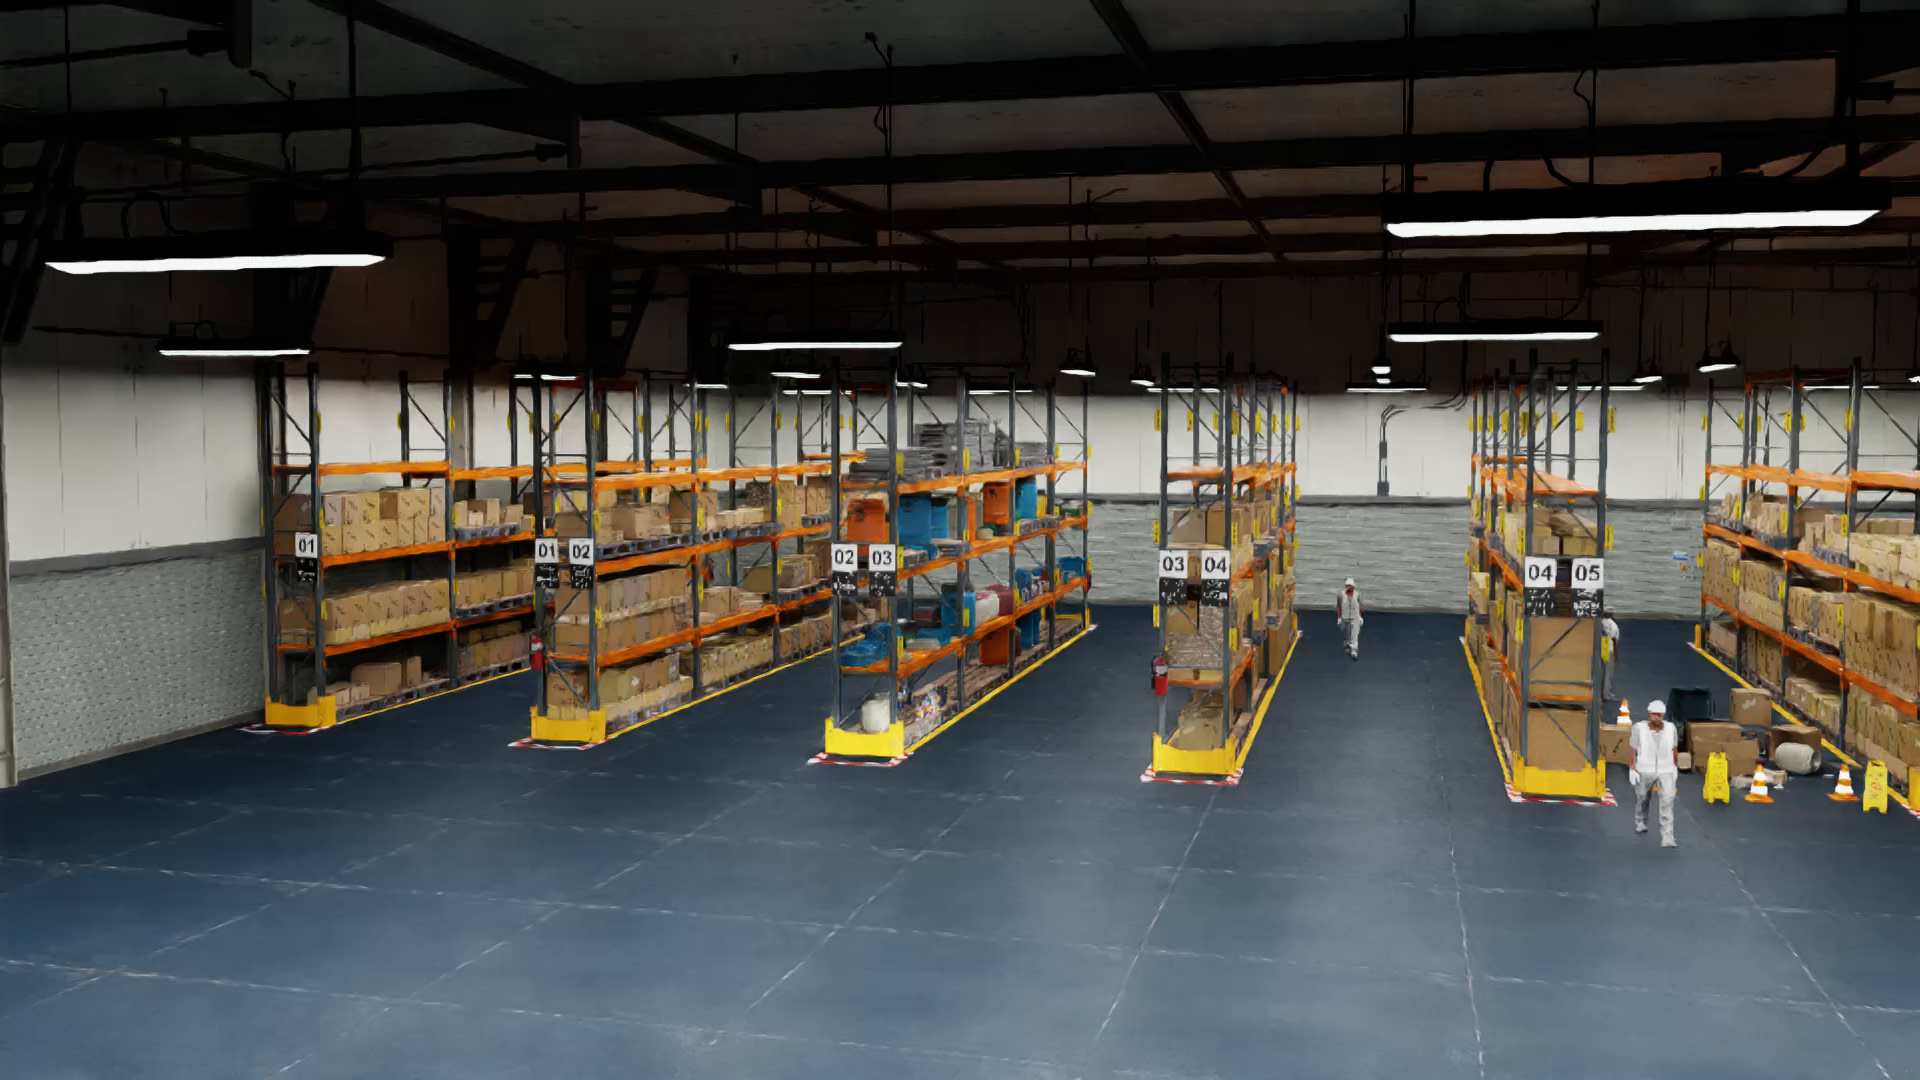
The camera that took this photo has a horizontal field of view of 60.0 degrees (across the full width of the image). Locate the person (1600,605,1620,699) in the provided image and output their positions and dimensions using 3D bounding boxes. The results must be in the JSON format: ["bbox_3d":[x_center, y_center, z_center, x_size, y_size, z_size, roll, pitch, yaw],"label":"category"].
[{"bbox_3d":[11.788,2.030,30.225,0.416,1.679,0.507,-1,4,-17],"label":"person"}]

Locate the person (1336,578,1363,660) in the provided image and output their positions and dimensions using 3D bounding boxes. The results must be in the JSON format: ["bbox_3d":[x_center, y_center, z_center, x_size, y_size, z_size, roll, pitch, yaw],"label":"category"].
[{"bbox_3d":[8.257,1.654,35.248,0.553,1.709,1.123,1,4,17],"label":"person"}]

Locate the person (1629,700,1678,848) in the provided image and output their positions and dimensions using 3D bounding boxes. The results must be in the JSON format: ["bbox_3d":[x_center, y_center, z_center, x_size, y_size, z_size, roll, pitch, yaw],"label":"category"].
[{"bbox_3d":[8.266,2.743,19.812,0.566,1.706,1.121,1,4,17],"label":"person"}]
